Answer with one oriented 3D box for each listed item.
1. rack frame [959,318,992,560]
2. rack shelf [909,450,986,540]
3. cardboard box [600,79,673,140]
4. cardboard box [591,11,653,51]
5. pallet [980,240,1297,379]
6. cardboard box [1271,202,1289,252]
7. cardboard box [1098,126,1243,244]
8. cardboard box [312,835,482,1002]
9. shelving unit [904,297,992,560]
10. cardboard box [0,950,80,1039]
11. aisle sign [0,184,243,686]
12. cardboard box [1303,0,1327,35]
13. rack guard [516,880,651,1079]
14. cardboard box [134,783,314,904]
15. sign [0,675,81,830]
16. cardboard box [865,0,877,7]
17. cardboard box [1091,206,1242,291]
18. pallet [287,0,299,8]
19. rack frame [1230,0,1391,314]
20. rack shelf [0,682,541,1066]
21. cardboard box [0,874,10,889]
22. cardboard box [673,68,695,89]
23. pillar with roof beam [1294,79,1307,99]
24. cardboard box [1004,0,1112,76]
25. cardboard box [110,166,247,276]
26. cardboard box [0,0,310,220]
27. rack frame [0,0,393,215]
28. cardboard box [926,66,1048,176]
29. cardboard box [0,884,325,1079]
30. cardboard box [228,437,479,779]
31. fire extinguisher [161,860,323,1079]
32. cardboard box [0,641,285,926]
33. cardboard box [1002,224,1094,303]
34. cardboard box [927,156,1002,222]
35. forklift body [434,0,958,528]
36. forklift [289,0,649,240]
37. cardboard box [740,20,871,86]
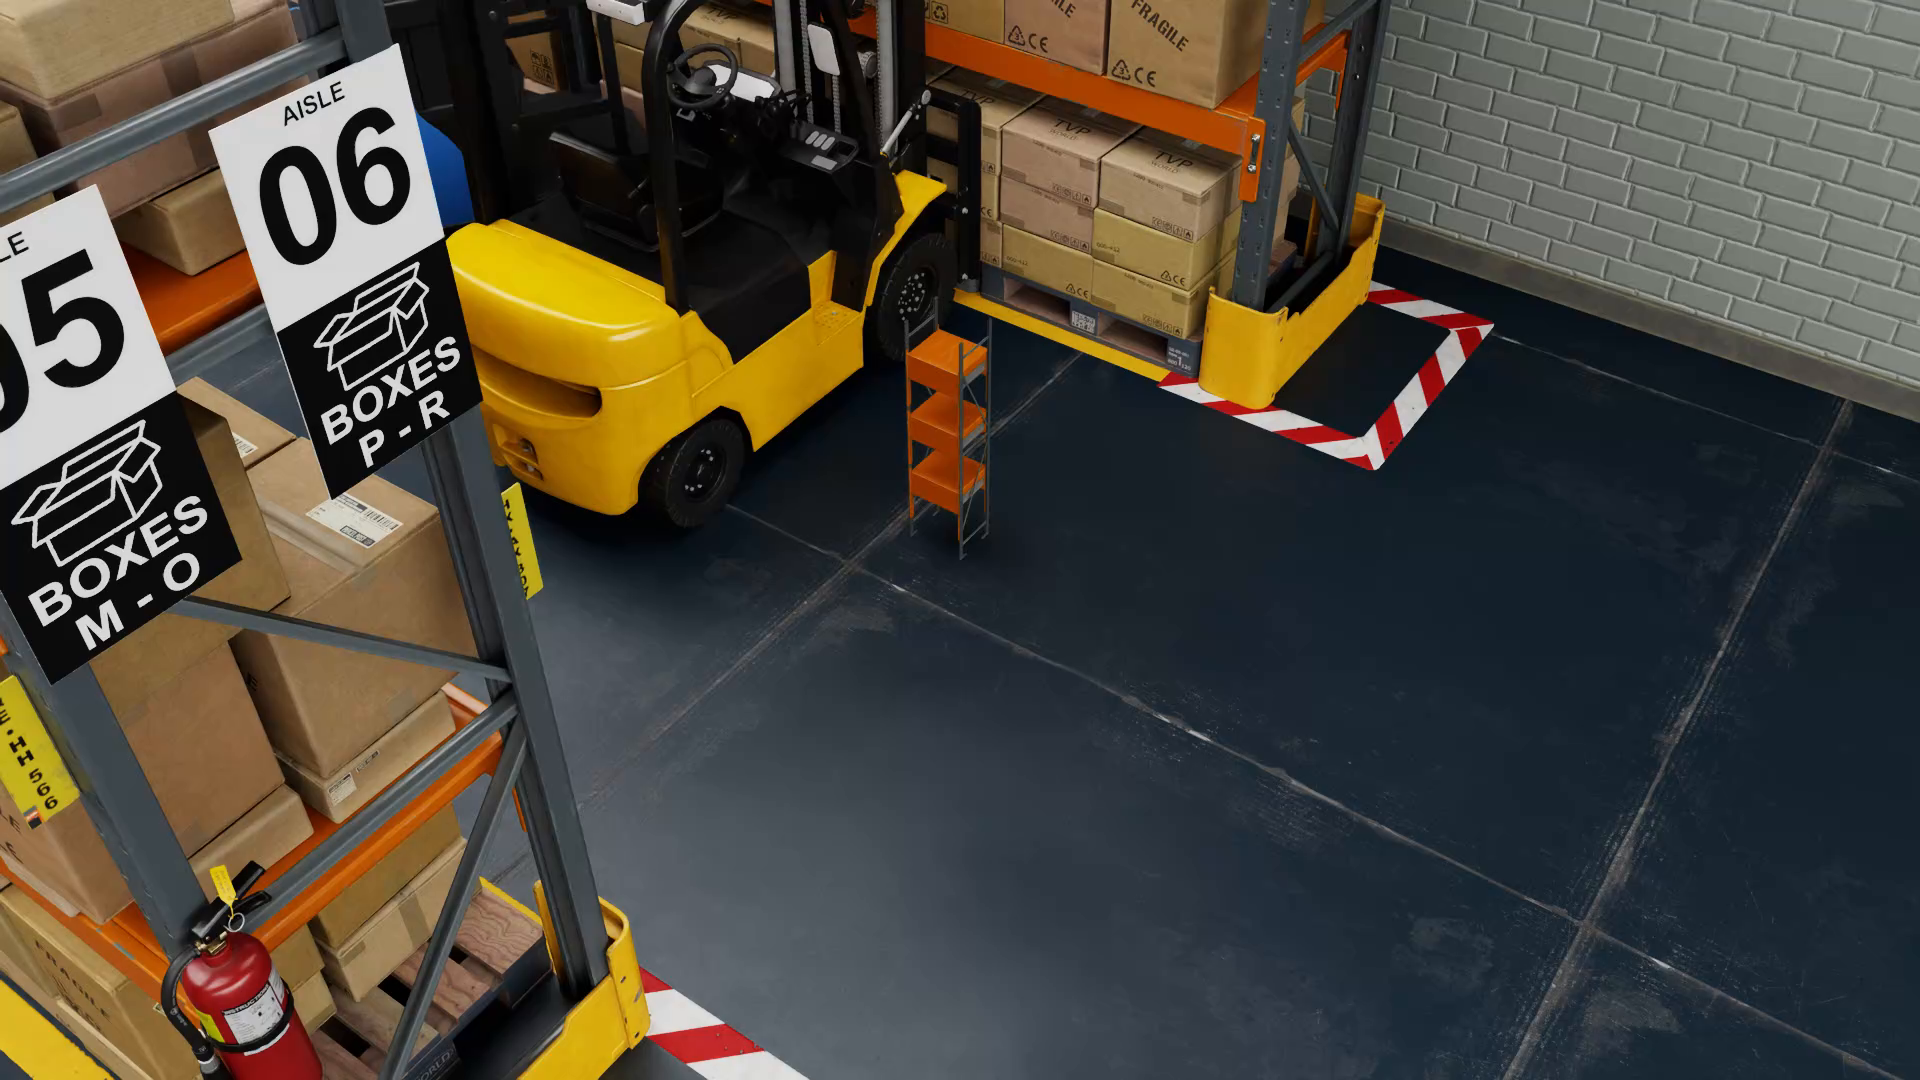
[{"bbox_3d":[0.056,-0.365,6.371,0.008,1.050,0.200,25,48,25],"label":"rack frame"},{"bbox_3d":[-0.044,-0.197,6.615,0.240,0.259,0.215,25,48,25],"label":"rack shelf"},{"bbox_3d":[-1.558,-2.372,8.898,0.500,0.250,0.500,26,48,26],"label":"cardboard box"},{"bbox_3d":[-1.548,-2.754,8.576,0.500,0.250,0.500,24,47,25],"label":"cardboard box"},{"bbox_3d":[0.860,-1.305,8.050,1.213,0.211,1.003,25,48,25],"label":"pallet"},{"bbox_3d":[1.221,-1.501,7.925,0.500,0.250,0.500,25,48,25],"label":"cardboard box"},{"bbox_3d":[0.955,-1.585,7.269,0.500,0.250,0.500,27,48,27],"label":"cardboard box"},{"bbox_3d":[-1.838,1.045,5.080,0.500,0.250,0.500,25,47,25],"label":"cardboard box"},{"bbox_3d":[-0.044,-0.412,6.423,0.252,1.050,0.215,25,48,25],"label":"shelving unit"},{"bbox_3d":[-2.572,1.140,4.974,0.500,0.250,0.500,25,48,25],"label":"cardboard box"},{"bbox_3d":[-1.452,-0.150,2.719,0.004,0.787,0.394,25,48,25],"label":"aisle sign"},{"bbox_3d":[1.264,-2.453,7.167,0.500,0.500,0.500,27,48,27],"label":"cardboard box"},{"bbox_3d":[-1.399,1.539,4.655,0.348,0.500,1.175,25,48,25],"label":"rack guard"},{"bbox_3d":[-1.765,0.704,3.902,0.250,0.149,0.380,27,48,27],"label":"cardboard box"},{"bbox_3d":[-1.672,0.383,2.967,0.005,0.325,0.100,25,48,25],"label":"sign"},{"bbox_3d":[-0.300,-2.743,7.491,0.500,0.500,0.500,25,48,26],"label":"cardboard box"},{"bbox_3d":[0.933,-1.408,7.447,0.500,0.250,0.500,24,47,25],"label":"cardboard box"},{"bbox_3d":[-3.393,-3.294,10.273,1.213,0.211,1.003,25,48,25],"label":"pallet"},{"bbox_3d":[1.511,-2.075,6.819,0.127,3.000,1.000,25,48,25],"label":"rack frame"},{"bbox_3d":[-2.974,0.139,4.885,4.000,0.370,1.077,25,48,25],"label":"rack shelf"},{"bbox_3d":[-2.481,0.715,4.399,0.250,0.149,0.380,26,48,26],"label":"cardboard box"},{"bbox_3d":[-1.132,-2.379,8.531,0.500,0.250,0.500,25,47,25],"label":"cardboard box"},{"bbox_3d":[-1.014,-2.719,3.040,0.400,9.000,9.100,25,48,25],"label":"pillar with roof beam"},{"bbox_3d":[0.537,-2.361,7.064,0.500,0.500,0.500,27,48,27],"label":"cardboard box"},{"bbox_3d":[-1.422,-0.692,3.212,0.250,0.149,0.380,25,48,25],"label":"cardboard box"},{"bbox_3d":[-1.595,-0.874,3.117,0.500,0.250,0.500,24,47,25],"label":"cardboard box"},{"bbox_3d":[-1.336,-1.599,1.788,0.127,3.000,1.000,25,48,25],"label":"rack frame"},{"bbox_3d":[0.114,-1.965,7.694,0.500,0.250,0.500,26,48,26],"label":"cardboard box"},{"bbox_3d":[-2.142,1.061,4.499,0.500,0.500,0.500,25,48,26],"label":"cardboard box"},{"bbox_3d":[-1.565,0.156,4.028,0.500,0.500,0.500,24,47,25],"label":"cardboard box"},{"bbox_3d":[-1.507,0.961,3.485,0.183,0.674,0.296,25,48,25],"label":"fire extinguisher"},{"bbox_3d":[-1.939,0.431,3.721,0.500,0.500,0.500,24,47,25],"label":"cardboard box"},{"bbox_3d":[0.543,-1.409,7.823,0.500,0.250,0.500,25,48,25],"label":"cardboard box"},{"bbox_3d":[0.093,-1.793,7.876,0.500,0.250,0.500,24,47,24],"label":"cardboard box"},{"bbox_3d":[-1.089,-1.488,6.800,1.214,2.155,2.313,25,48,25],"label":"forklift body"},{"bbox_3d":[-2.091,-2.849,7.736,3.031,2.935,1.130,-17,44,-18],"label":"forklift"},{"bbox_3d":[-0.722,-2.368,8.145,0.500,0.250,0.500,27,48,27],"label":"cardboard box"}]
